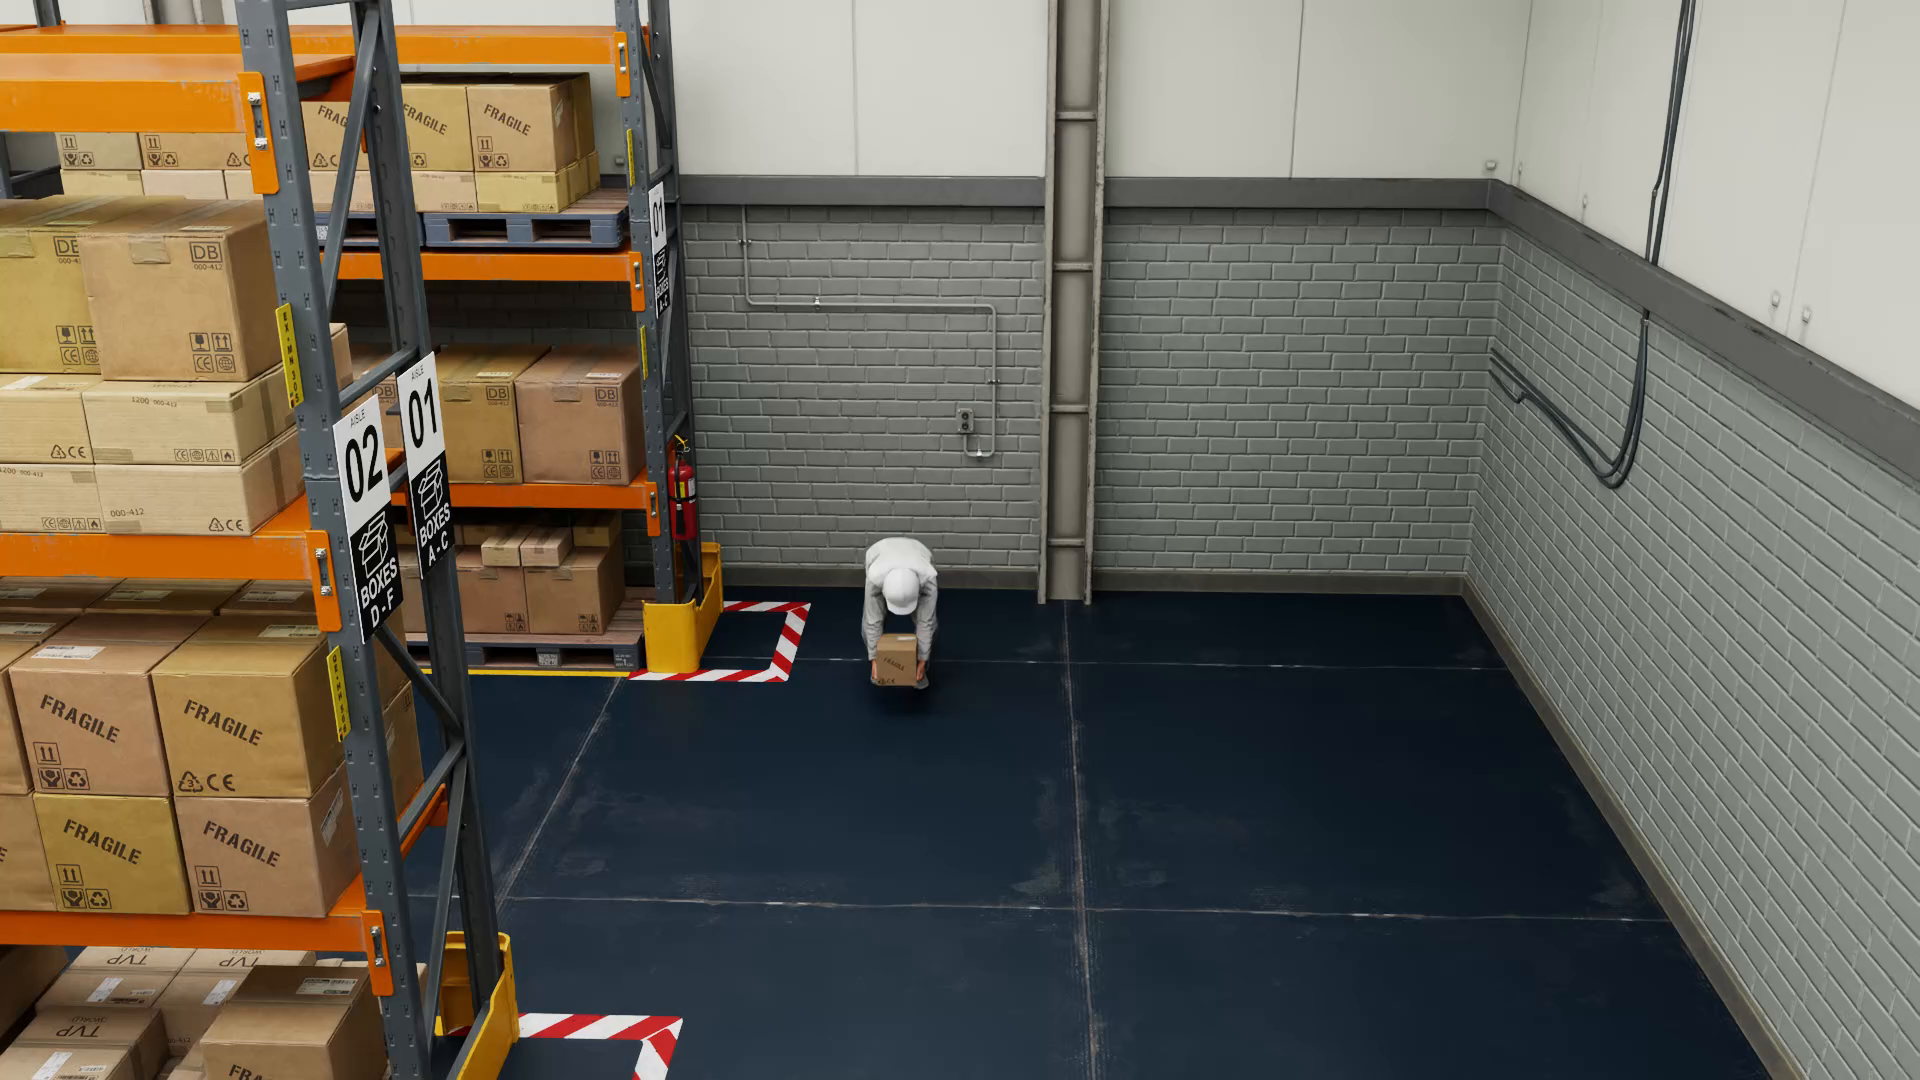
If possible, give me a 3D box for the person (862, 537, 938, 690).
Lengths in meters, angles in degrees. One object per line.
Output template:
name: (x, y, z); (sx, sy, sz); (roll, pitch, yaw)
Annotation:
person: (-0.389, 0.519, 10.745); (0.501, 1.012, 0.996); (0, 21, -1)
